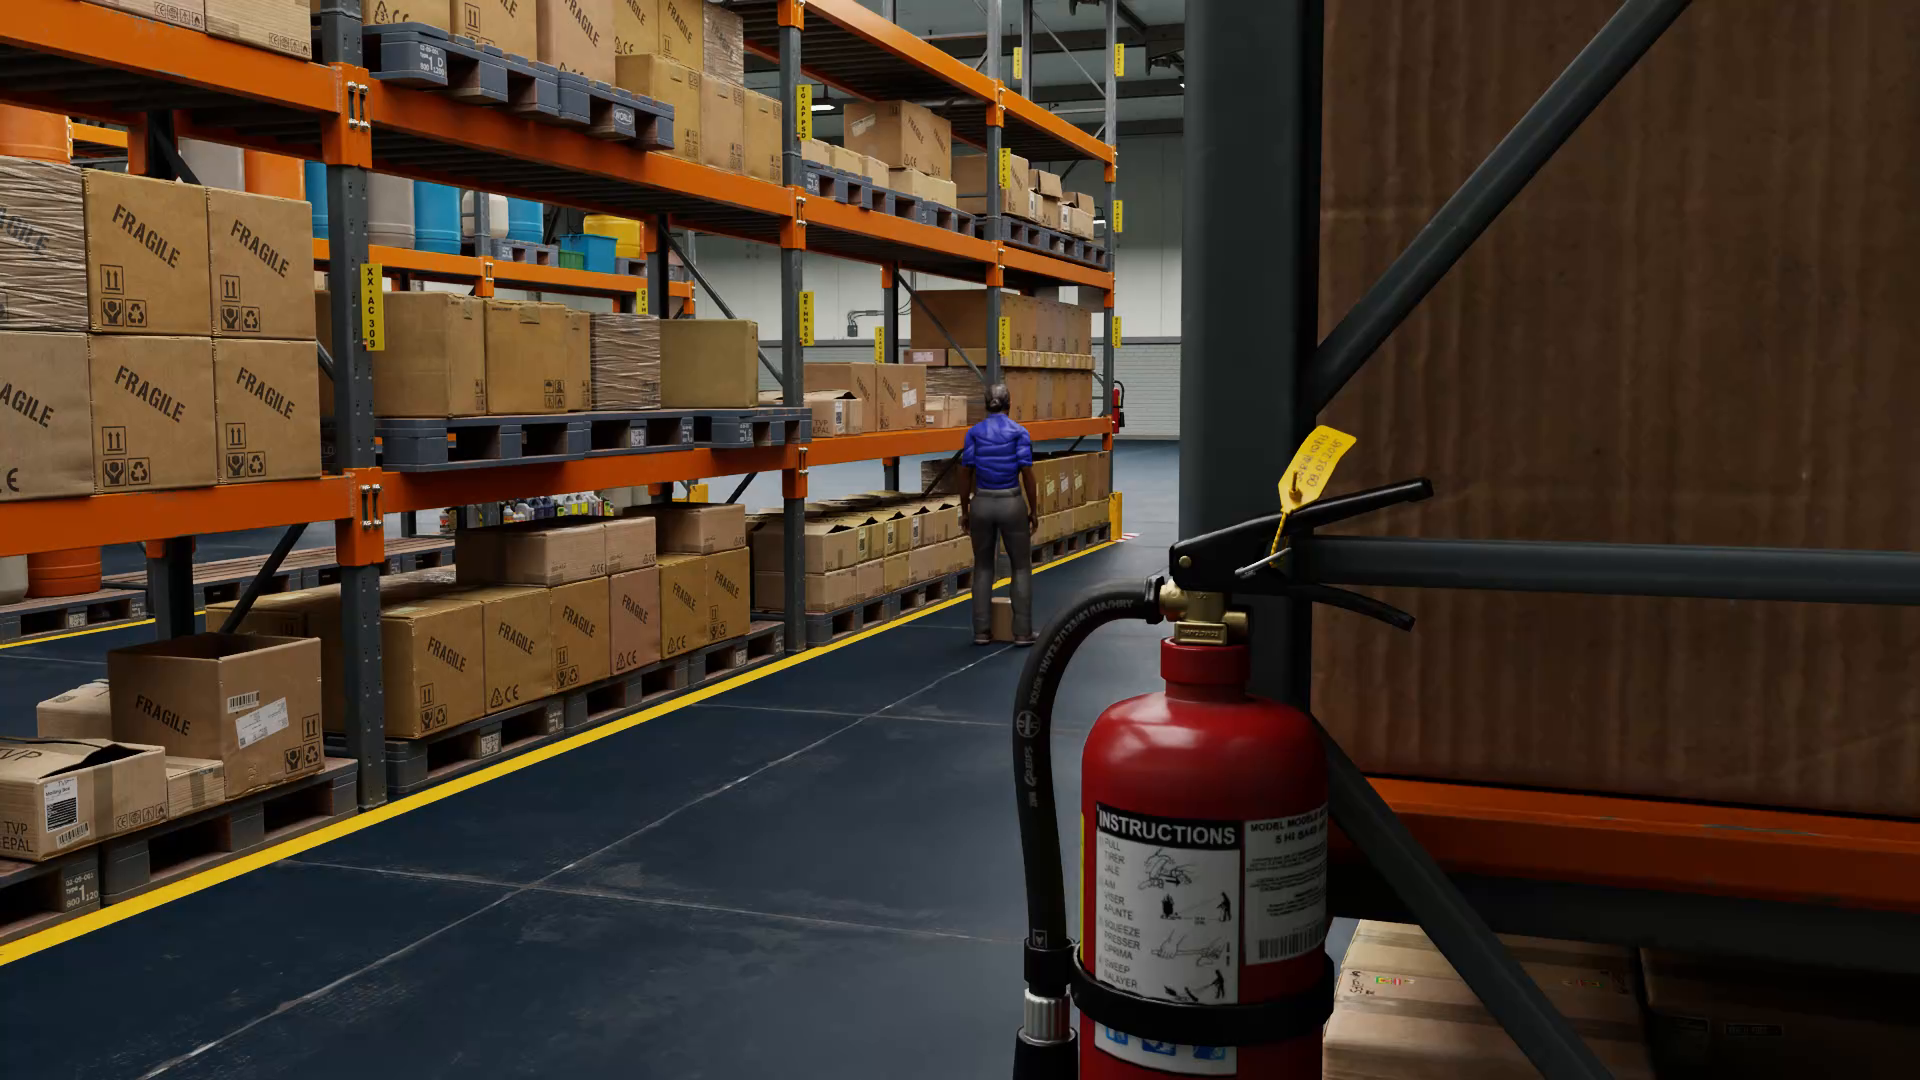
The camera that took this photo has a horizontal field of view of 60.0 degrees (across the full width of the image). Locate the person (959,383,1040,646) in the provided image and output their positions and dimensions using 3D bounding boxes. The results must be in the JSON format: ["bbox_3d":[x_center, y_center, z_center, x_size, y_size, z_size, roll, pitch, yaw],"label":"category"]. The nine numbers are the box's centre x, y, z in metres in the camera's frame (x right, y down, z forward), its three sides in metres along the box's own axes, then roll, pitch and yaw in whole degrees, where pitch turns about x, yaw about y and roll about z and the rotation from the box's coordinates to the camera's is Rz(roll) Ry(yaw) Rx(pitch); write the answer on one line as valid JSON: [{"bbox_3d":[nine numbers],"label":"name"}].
[{"bbox_3d":[0.261,-0.162,10.517,0.531,1.653,0.352,1,5,14],"label":"person"}]
